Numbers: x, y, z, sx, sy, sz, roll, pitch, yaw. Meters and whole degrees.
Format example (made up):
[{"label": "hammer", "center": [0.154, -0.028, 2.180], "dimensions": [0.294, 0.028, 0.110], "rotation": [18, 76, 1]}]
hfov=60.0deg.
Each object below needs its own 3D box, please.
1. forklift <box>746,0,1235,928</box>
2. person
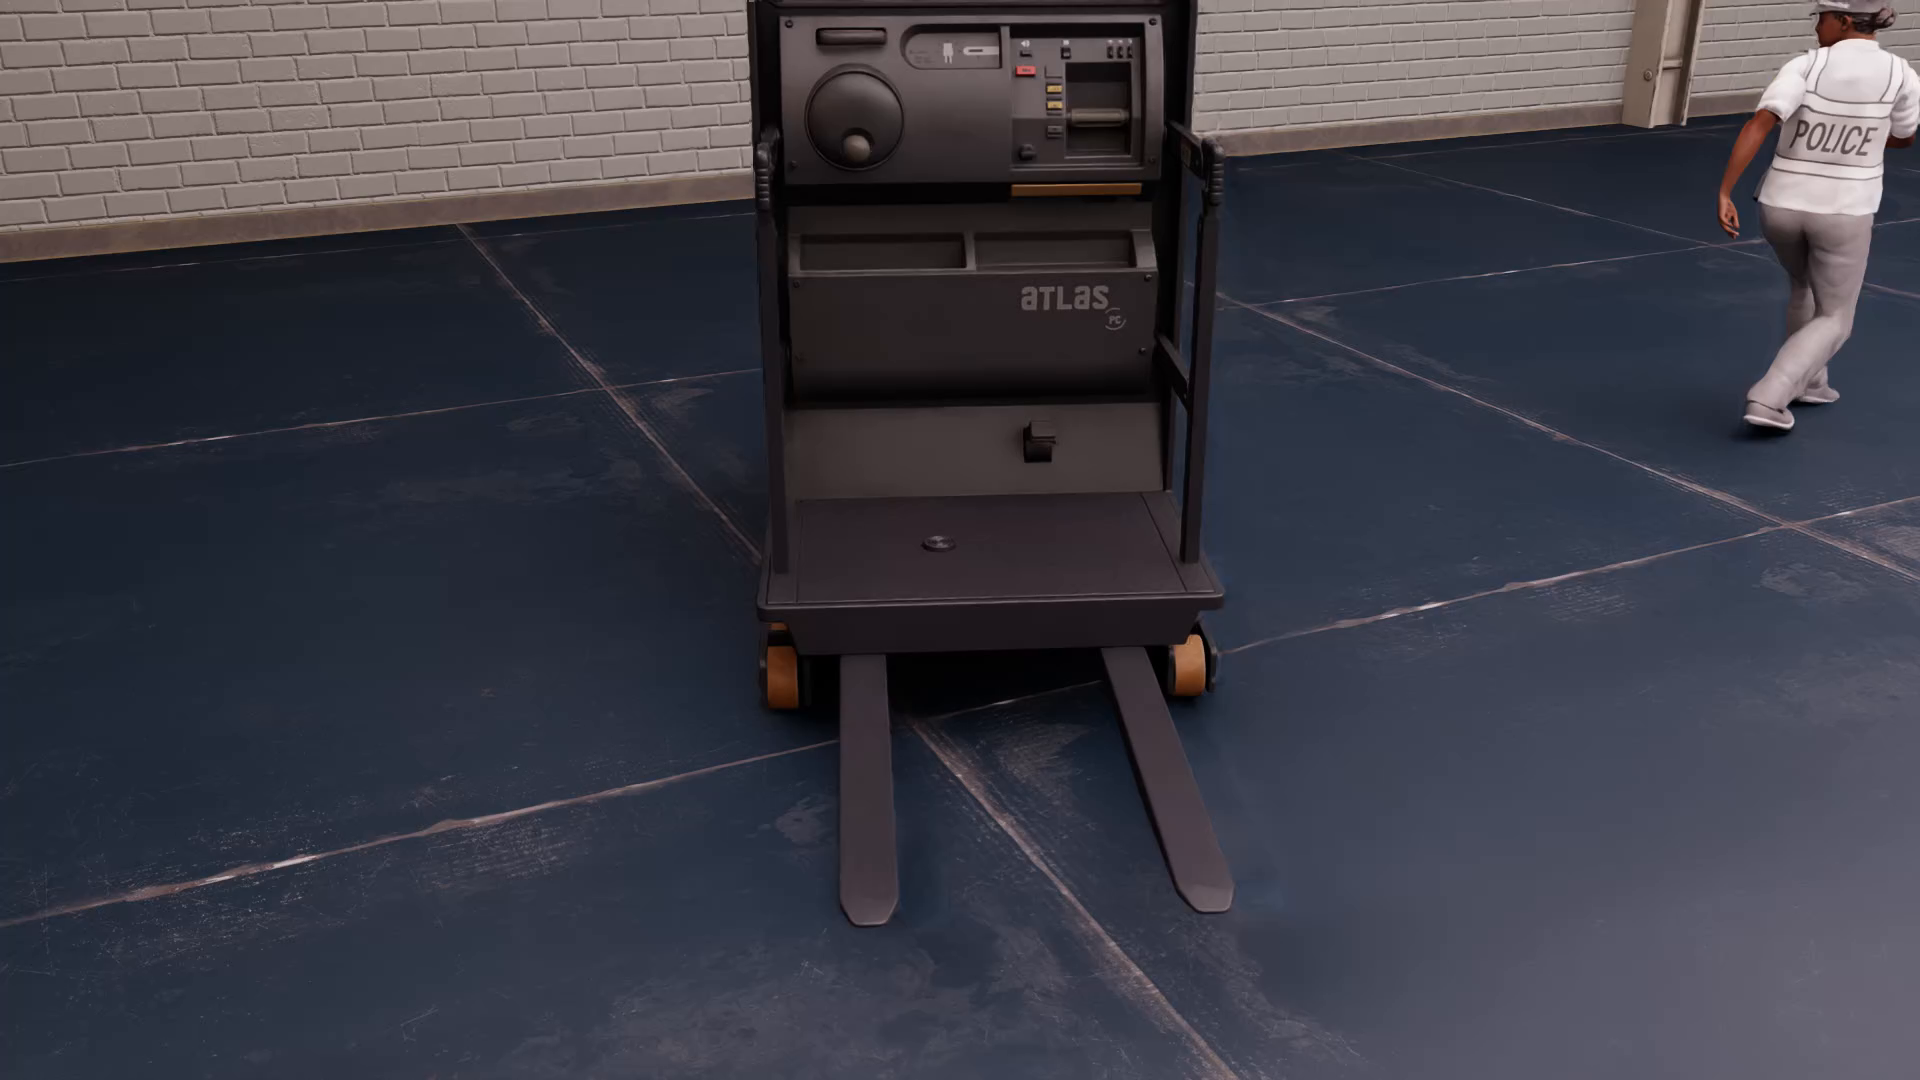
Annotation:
[{"label": "forklift", "center": [0.047, -1.062, 3.844], "dimensions": [1.130, 2.935, 3.031], "rotation": [-1, 23, -3]}, {"label": "person", "center": [3.068, -1.175, 5.934], "dimensions": [0.470, 1.596, 0.888], "rotation": [19, 29, 39]}]
